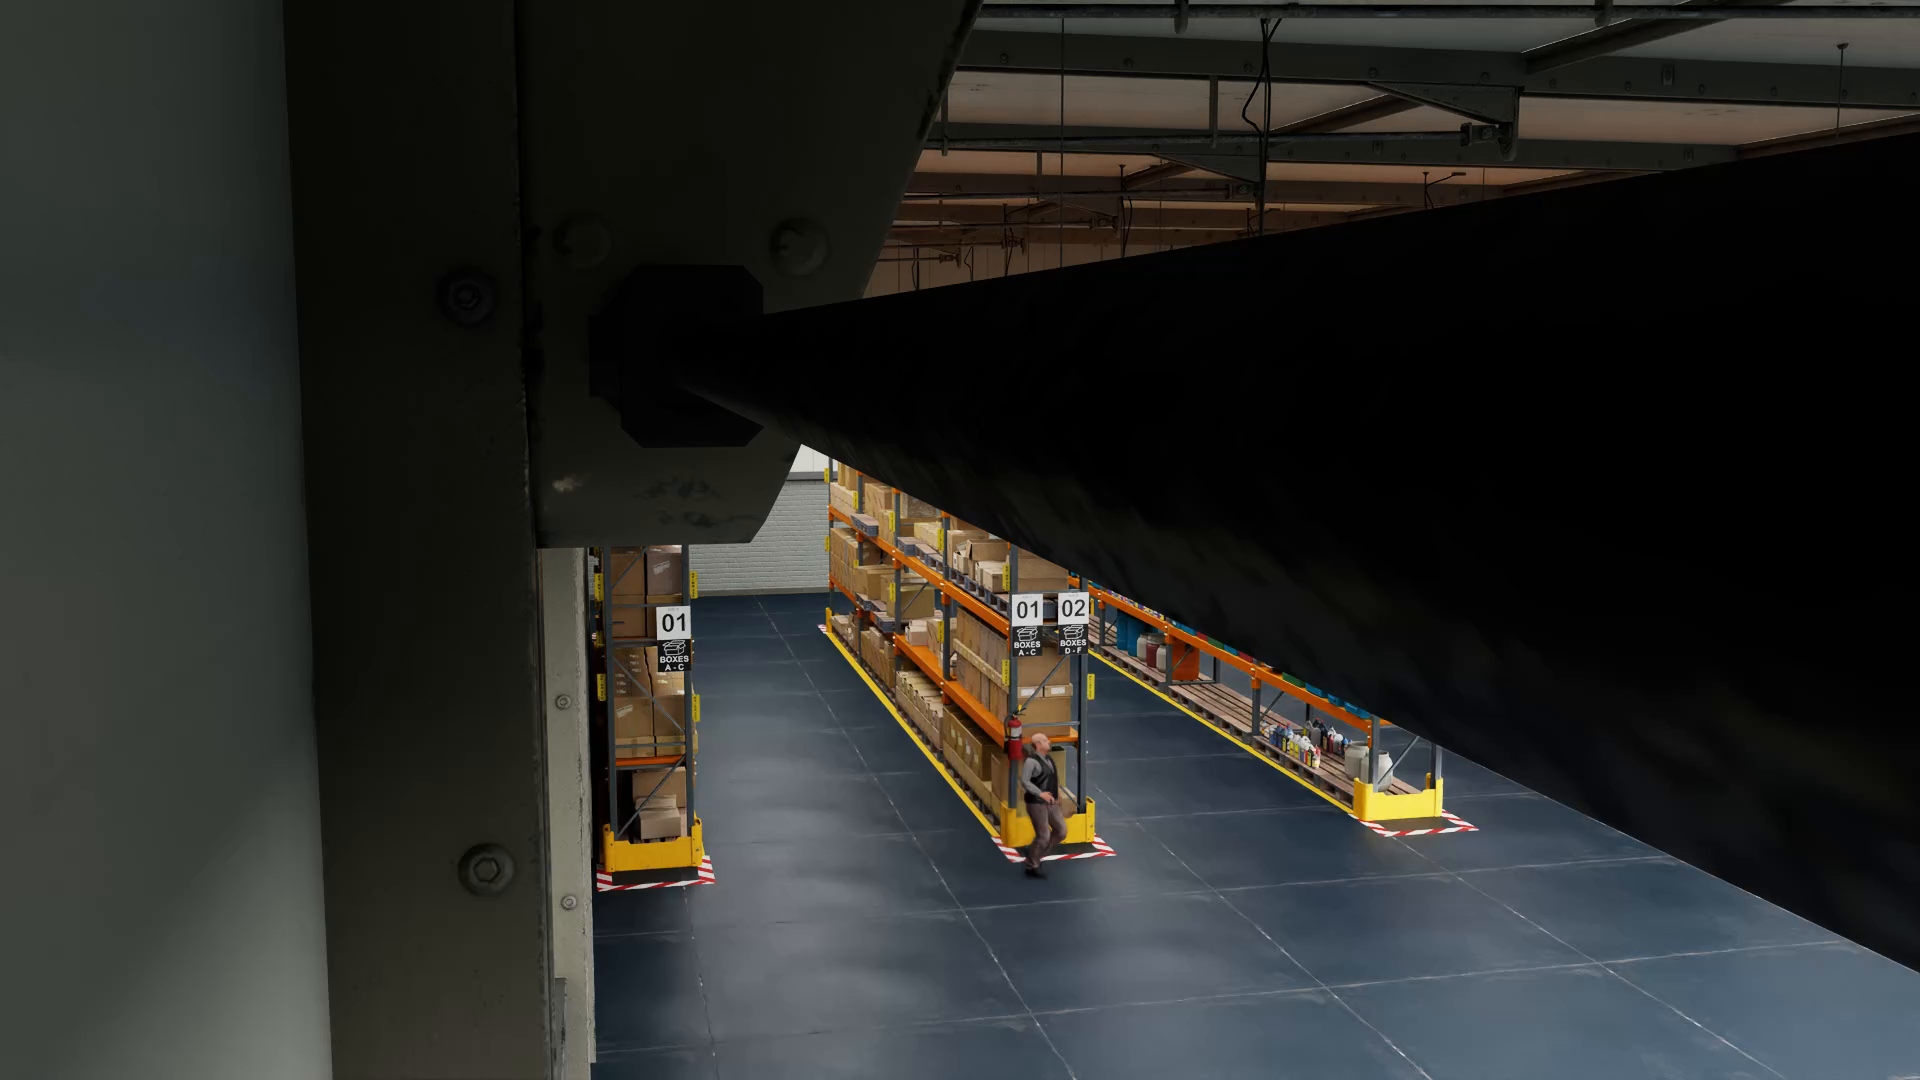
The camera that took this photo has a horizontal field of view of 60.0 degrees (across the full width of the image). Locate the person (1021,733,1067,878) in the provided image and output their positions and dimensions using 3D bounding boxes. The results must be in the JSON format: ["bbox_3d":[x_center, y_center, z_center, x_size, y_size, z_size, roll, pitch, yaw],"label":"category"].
[{"bbox_3d":[1.022,3.152,19.841,0.512,1.690,0.687,4,8,32],"label":"person"}]
